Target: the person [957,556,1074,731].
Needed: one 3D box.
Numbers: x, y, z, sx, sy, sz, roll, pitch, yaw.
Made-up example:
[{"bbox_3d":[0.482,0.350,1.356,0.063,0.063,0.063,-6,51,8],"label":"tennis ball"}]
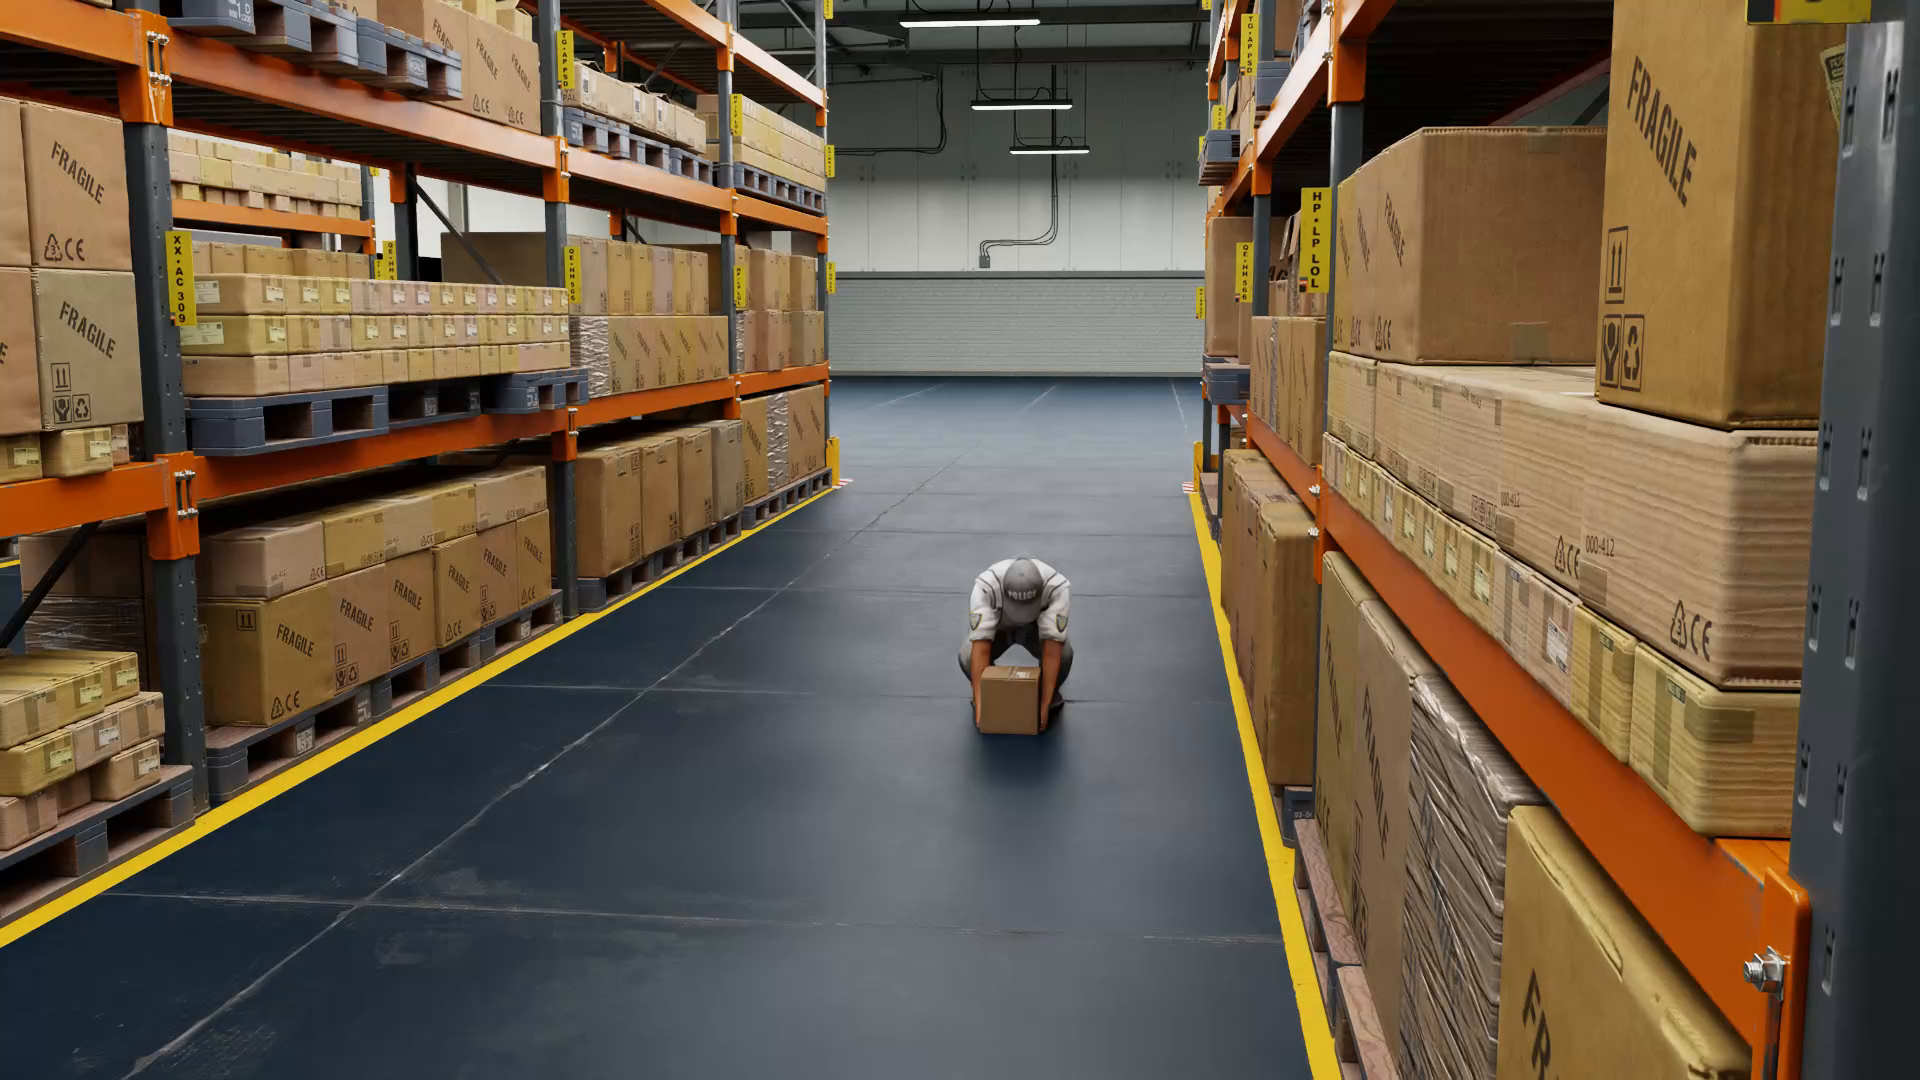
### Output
[{"bbox_3d":[0.262,0.436,7.636,0.531,0.805,0.890,1,8,6],"label":"person"}]
